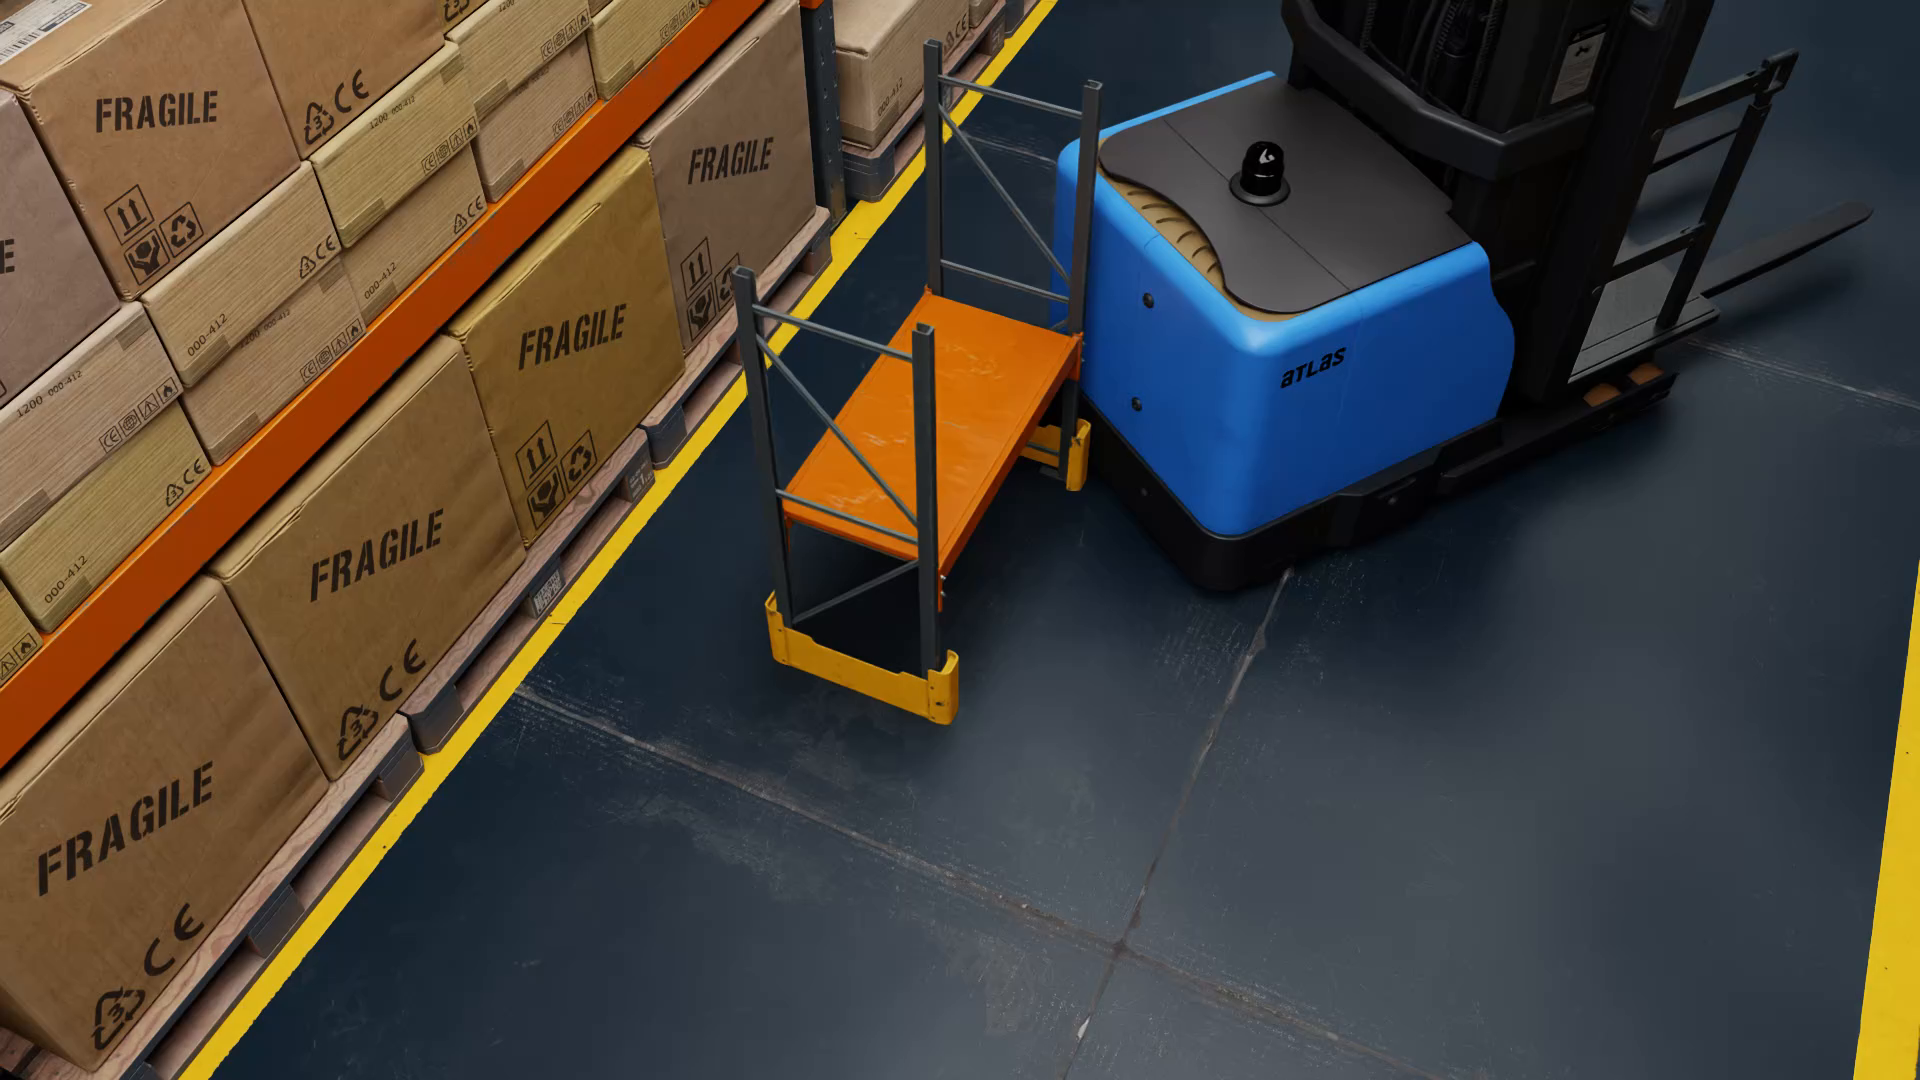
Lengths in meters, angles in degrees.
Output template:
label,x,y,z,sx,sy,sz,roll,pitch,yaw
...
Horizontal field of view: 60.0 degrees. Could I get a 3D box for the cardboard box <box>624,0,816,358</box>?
label,x,y,z,sx,sy,sz,roll,pitch,yaw
cardboard box,-1.098,-1.318,5.522,0.875,0.875,0.875,21,53,17

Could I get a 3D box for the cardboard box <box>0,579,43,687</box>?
label,x,y,z,sx,sy,sz,roll,pitch,yaw
cardboard box,-2.178,0.224,3.188,0.500,0.250,0.500,19,52,15

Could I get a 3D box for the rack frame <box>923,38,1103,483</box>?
label,x,y,z,sx,sy,sz,roll,pitch,yaw
rack frame,0.135,-0.759,4.911,0.500,1.500,0.032,19,52,16

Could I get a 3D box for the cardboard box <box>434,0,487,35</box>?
label,x,y,z,sx,sy,sz,roll,pitch,yaw
cardboard box,-1.318,-1.590,3.911,0.500,0.500,0.500,21,53,17

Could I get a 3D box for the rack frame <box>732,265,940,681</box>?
label,x,y,z,sx,sy,sz,roll,pitch,yaw
rack frame,-0.289,-0.055,4.312,0.500,1.500,0.032,19,52,16

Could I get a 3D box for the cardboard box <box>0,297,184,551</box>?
label,x,y,z,sx,sy,sz,roll,pitch,yaw
cardboard box,-1.953,-0.307,3.312,0.500,0.250,0.500,21,53,17

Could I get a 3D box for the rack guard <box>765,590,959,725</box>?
label,x,y,z,sx,sy,sz,roll,pitch,yaw
rack guard,-0.281,0.337,4.799,0.587,0.250,0.087,19,52,16

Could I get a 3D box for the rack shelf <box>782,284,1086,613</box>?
label,x,y,z,sx,sy,sz,roll,pitch,yaw
rack shelf,-0.077,-0.290,4.748,0.538,0.185,1.000,19,52,16

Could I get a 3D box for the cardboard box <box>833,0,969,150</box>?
label,x,y,z,sx,sy,sz,roll,pitch,yaw
cardboard box,-0.540,-2.027,6.412,0.875,0.438,0.875,19,52,16

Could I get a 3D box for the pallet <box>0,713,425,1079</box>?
label,x,y,z,sx,sy,sz,roll,pitch,yaw
pallet,-2.209,0.816,4.417,1.003,0.211,1.213,20,52,16

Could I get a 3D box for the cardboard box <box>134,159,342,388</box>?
label,x,y,z,sx,sy,sz,roll,pitch,yaw
cardboard box,-1.728,-0.646,3.600,0.500,0.250,0.500,20,52,16

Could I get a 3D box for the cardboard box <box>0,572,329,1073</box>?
label,x,y,z,sx,sy,sz,roll,pitch,yaw
cardboard box,-2.244,0.534,3.945,0.875,0.875,0.875,19,52,16

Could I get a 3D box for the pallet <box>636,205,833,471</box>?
label,x,y,z,sx,sy,sz,roll,pitch,yaw
pallet,-1.167,-0.864,5.847,1.003,0.211,1.213,20,52,16

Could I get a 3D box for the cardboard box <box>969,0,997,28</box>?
label,x,y,z,sx,sy,sz,roll,pitch,yaw
cardboard box,-0.158,-2.644,6.937,0.875,0.438,0.875,18,52,15

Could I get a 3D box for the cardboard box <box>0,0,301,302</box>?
label,x,y,z,sx,sy,sz,roll,pitch,yaw
cardboard box,-1.744,-0.882,3.309,0.500,0.500,0.500,21,53,17

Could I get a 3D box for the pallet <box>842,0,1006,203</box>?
label,x,y,z,sx,sy,sz,roll,pitch,yaw
pallet,-0.510,-1.918,6.744,1.003,0.211,1.213,20,52,16

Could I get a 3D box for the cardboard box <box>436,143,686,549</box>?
label,x,y,z,sx,sy,sz,roll,pitch,yaw
cardboard box,-1.477,-0.694,4.990,0.875,0.875,0.875,21,53,17

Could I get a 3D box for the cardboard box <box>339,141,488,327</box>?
label,x,y,z,sx,sy,sz,roll,pitch,yaw
cardboard box,-1.537,-0.836,4.090,0.500,0.250,0.500,20,52,16

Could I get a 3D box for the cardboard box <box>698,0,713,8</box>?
label,x,y,z,sx,sy,sz,roll,pitch,yaw
cardboard box,-0.869,-1.884,4.982,0.500,0.250,0.500,19,52,15

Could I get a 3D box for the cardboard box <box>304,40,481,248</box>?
label,x,y,z,sx,sy,sz,roll,pitch,yaw
cardboard box,-1.500,-0.991,3.894,0.500,0.250,0.500,21,53,17

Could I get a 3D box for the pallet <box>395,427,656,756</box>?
label,x,y,z,sx,sy,sz,roll,pitch,yaw
pallet,-1.687,-0.021,5.129,1.003,0.211,1.213,20,52,16

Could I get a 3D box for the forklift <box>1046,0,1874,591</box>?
label,x,y,z,sx,sy,sz,roll,pitch,yaw
forklift,1.803,-1.638,4.719,3.031,2.935,1.130,-24,54,-19

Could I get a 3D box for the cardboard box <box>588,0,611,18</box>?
label,x,y,z,sx,sy,sz,roll,pitch,yaw
cardboard box,-1.081,-1.708,4.504,0.500,0.250,0.500,21,53,17

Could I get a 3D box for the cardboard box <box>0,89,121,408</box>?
label,x,y,z,sx,sy,sz,roll,pitch,yaw
cardboard box,-1.979,-0.531,3.010,0.500,0.500,0.500,20,52,16

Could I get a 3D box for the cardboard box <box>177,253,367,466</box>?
label,x,y,z,sx,sy,sz,roll,pitch,yaw
cardboard box,-1.745,-0.495,3.800,0.500,0.250,0.500,21,53,17

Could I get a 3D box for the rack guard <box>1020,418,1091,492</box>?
label,x,y,z,sx,sy,sz,roll,pitch,yaw
rack guard,0.135,-0.353,5.386,0.587,0.250,0.087,19,52,16

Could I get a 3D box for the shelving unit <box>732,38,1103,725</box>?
label,x,y,z,sx,sy,sz,roll,pitch,yaw
shelving unit,-0.073,-0.413,4.617,0.587,1.500,1.083,19,52,16

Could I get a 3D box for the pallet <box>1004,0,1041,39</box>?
label,x,y,z,sx,sy,sz,roll,pitch,yaw
pallet,0.010,-2.761,7.461,1.003,0.211,1.213,20,52,16

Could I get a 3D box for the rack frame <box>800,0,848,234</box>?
label,x,y,z,sx,sy,sz,roll,pitch,yaw
rack frame,-0.905,-2.324,5.258,1.000,3.000,0.127,20,52,16

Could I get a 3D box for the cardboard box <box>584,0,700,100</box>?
label,x,y,z,sx,sy,sz,roll,pitch,yaw
cardboard box,-1.088,-1.534,4.684,0.500,0.250,0.500,19,52,16

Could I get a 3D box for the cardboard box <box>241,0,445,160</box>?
label,x,y,z,sx,sy,sz,roll,pitch,yaw
cardboard box,-1.525,-1.228,3.603,0.500,0.500,0.500,21,53,17

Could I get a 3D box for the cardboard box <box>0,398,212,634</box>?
label,x,y,z,sx,sy,sz,roll,pitch,yaw
cardboard box,-1.974,-0.135,3.494,0.500,0.250,0.500,18,52,15

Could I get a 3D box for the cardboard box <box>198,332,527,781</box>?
label,x,y,z,sx,sy,sz,roll,pitch,yaw
cardboard box,-1.859,-0.078,4.467,0.875,0.875,0.875,20,53,17

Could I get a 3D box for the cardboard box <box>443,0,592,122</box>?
label,x,y,z,sx,sy,sz,roll,pitch,yaw
cardboard box,-1.296,-1.349,4.199,0.500,0.250,0.500,21,53,17

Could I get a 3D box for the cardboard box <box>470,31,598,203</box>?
label,x,y,z,sx,sy,sz,roll,pitch,yaw
cardboard box,-1.320,-1.193,4.394,0.500,0.250,0.500,19,52,15
